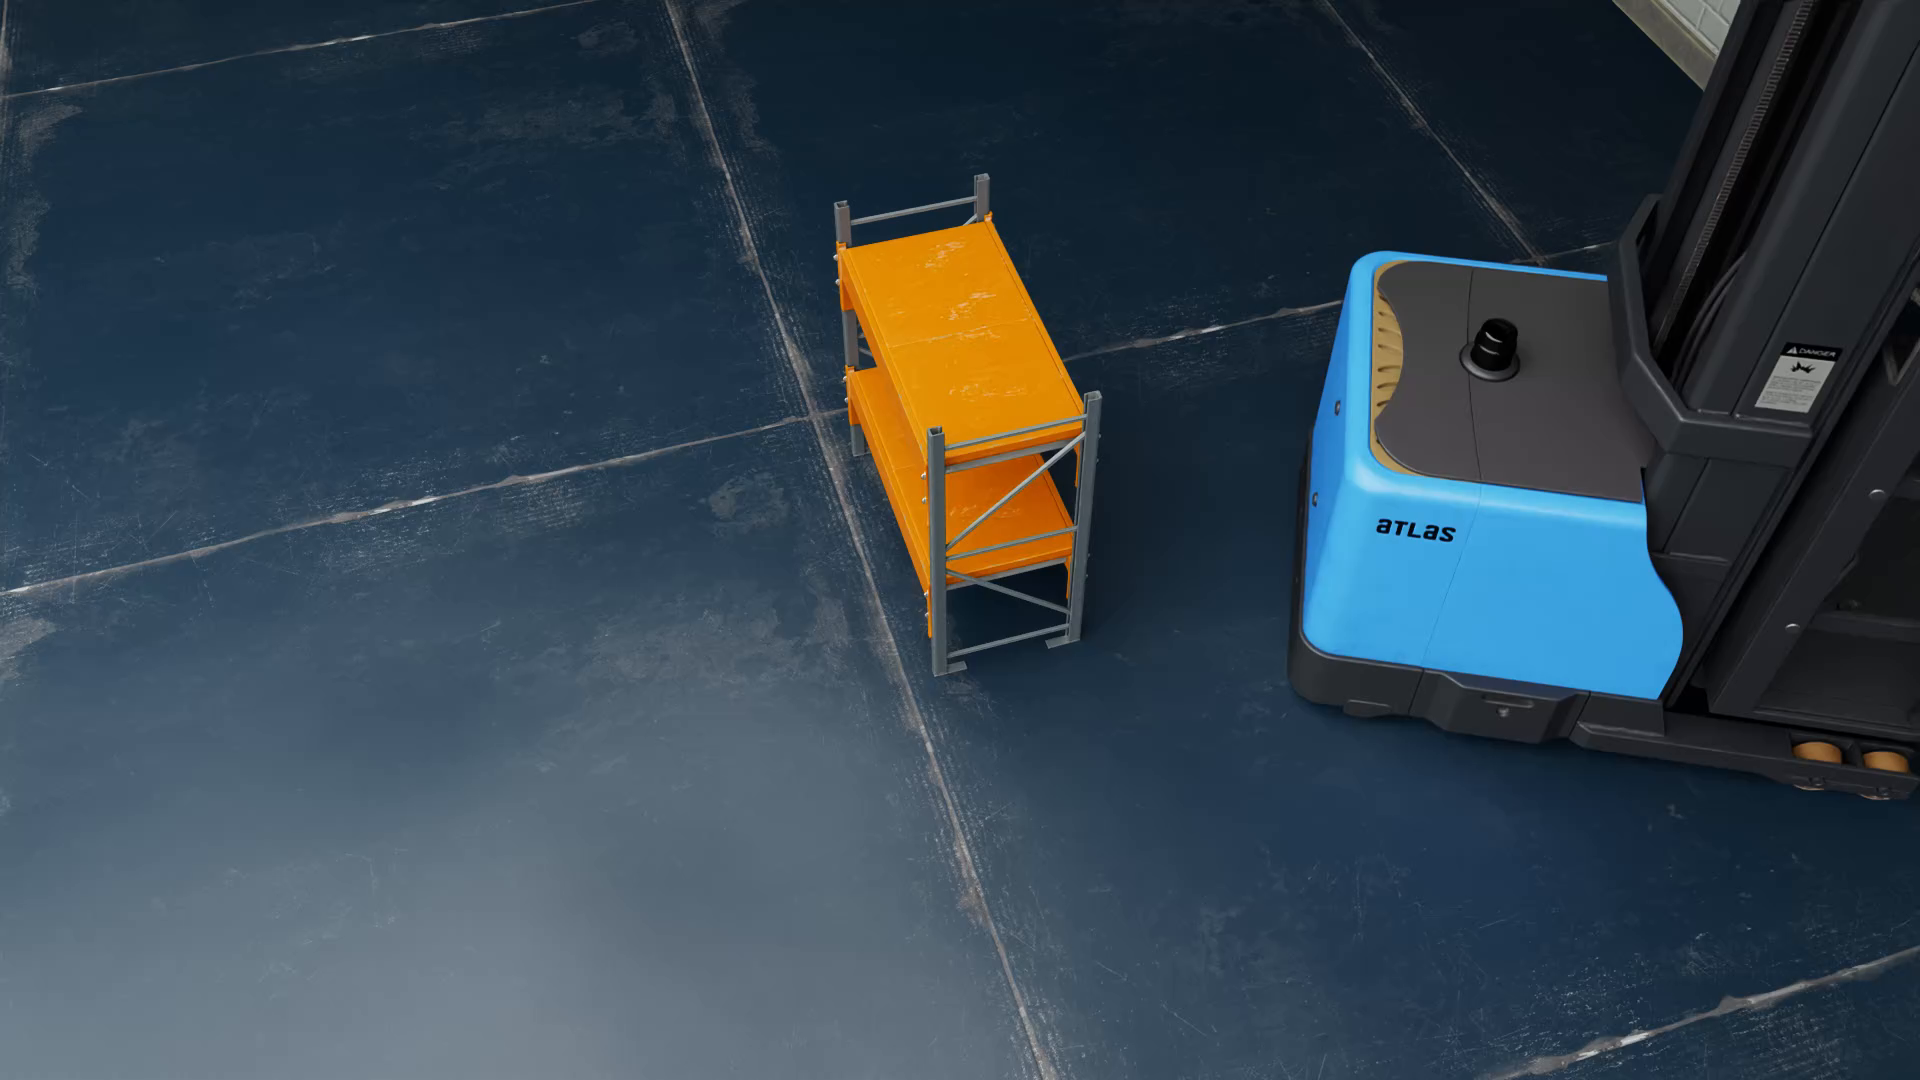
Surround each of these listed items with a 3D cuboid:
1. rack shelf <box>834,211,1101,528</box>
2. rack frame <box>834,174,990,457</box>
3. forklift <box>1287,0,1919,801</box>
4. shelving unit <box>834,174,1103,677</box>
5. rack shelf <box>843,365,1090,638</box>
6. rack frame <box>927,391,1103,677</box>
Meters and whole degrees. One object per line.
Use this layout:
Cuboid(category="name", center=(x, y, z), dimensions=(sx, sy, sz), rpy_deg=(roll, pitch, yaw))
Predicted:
Cuboid(category="rack shelf", center=(0.002, -0.546, 5.092), dimensions=(0.538, 0.278, 1.000), rpy_deg=(-13, 51, -11))
Cuboid(category="rack frame", center=(-0.148, -0.729, 5.629), dimensions=(0.500, 1.125, 0.032), rpy_deg=(-13, 51, -11))
Cuboid(category="forklift", center=(2.607, -0.593, 4.333), dimensions=(3.031, 2.935, 1.130), rpy_deg=(8, 50, 6))
Cuboid(category="shelving unit", center=(0.002, -0.358, 5.316), dimensions=(0.538, 1.125, 1.048), rpy_deg=(-13, 51, -11))
Cuboid(category="rack shelf", center=(0.002, -0.200, 5.503), dimensions=(0.538, 0.278, 1.000), rpy_deg=(-13, 51, -11))
Cuboid(category="rack frame", center=(0.152, 0.014, 5.003), dimensions=(0.500, 1.125, 0.032), rpy_deg=(-13, 51, -11))
